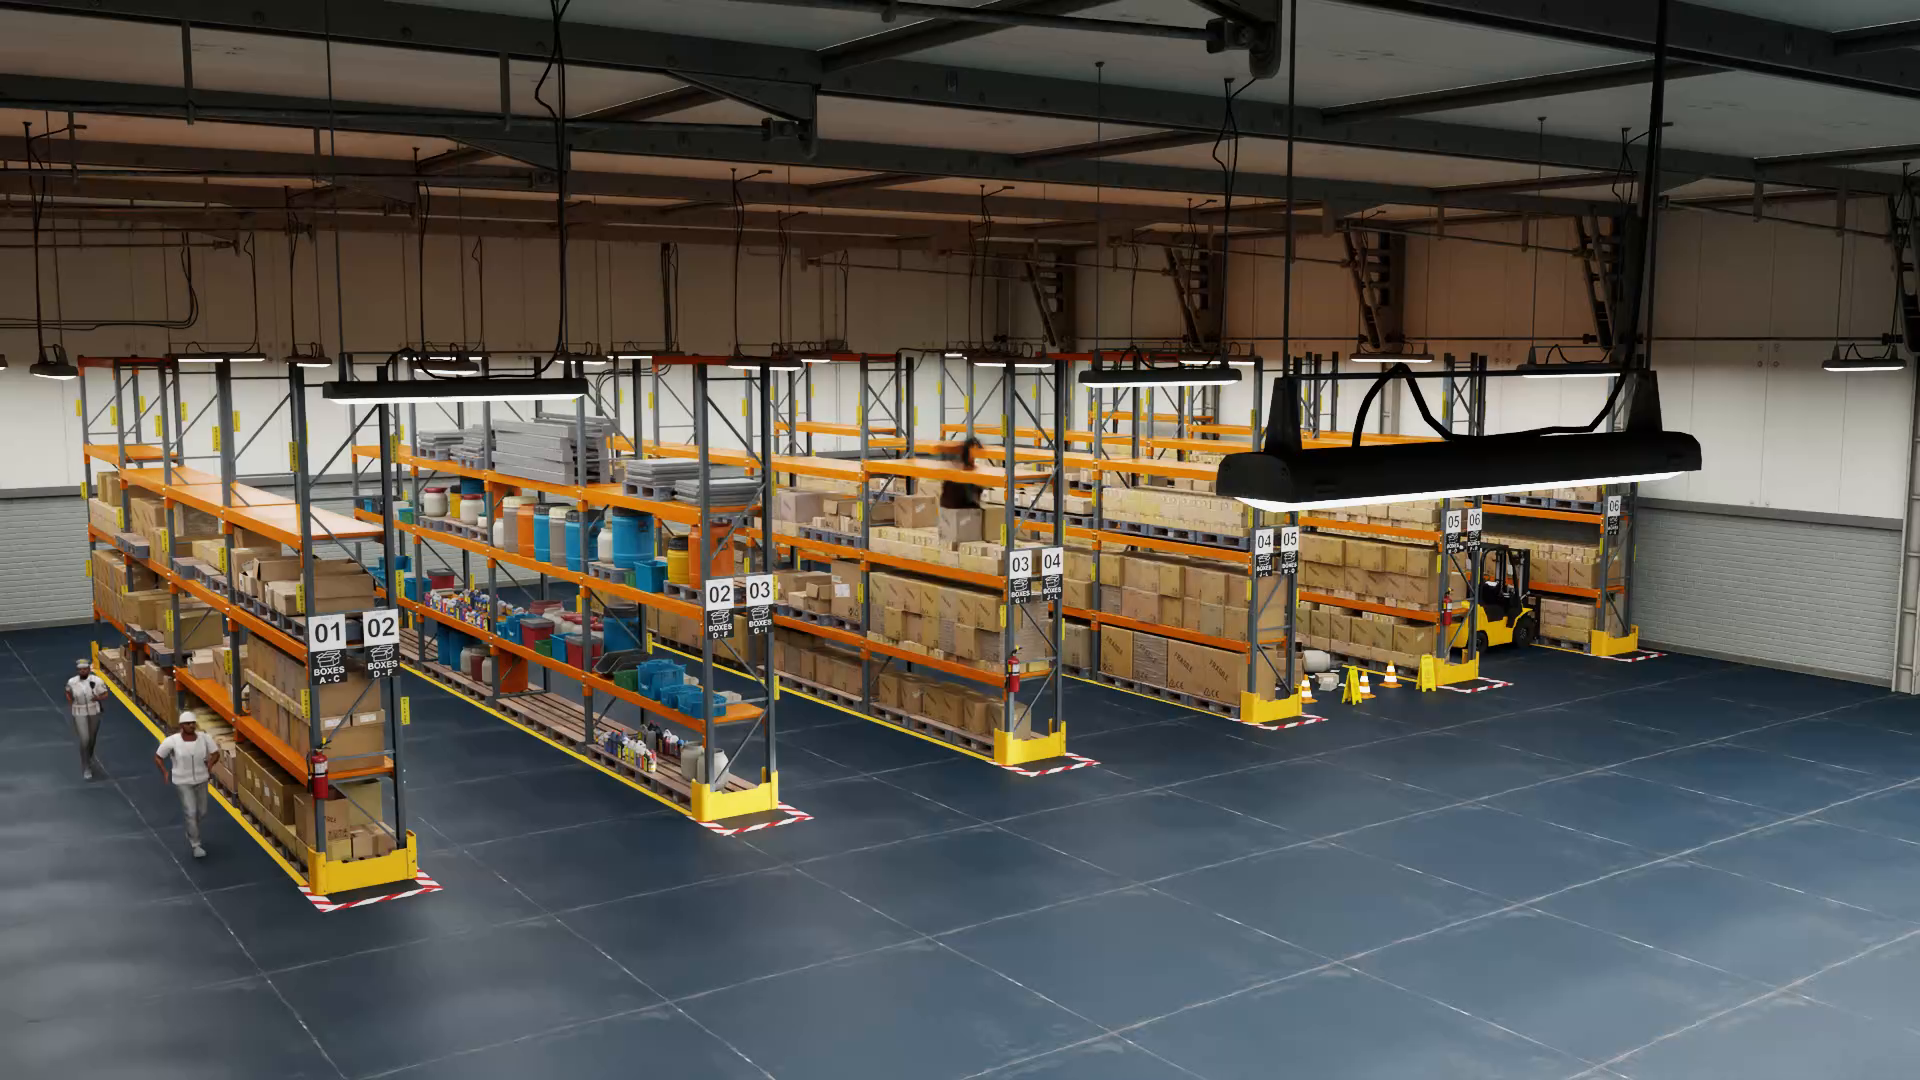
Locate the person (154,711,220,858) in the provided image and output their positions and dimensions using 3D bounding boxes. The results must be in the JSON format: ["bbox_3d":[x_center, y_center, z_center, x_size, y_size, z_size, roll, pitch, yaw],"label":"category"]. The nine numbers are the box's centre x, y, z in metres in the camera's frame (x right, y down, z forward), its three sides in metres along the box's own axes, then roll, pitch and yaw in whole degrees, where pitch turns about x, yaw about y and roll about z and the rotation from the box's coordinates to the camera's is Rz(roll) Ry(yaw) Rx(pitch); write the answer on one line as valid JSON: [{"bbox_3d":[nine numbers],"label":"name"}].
[{"bbox_3d":[-9.477,2.974,20.501,0.722,1.757,0.835,-6,9,-42],"label":"person"}]

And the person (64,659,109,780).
[{"bbox_3d":[-12.692,2.572,24.225,0.553,1.749,0.799,-5,8,-33],"label":"person"}]

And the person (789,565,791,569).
[{"bbox_3d":[-3.453,1.341,34.446,0.555,1.697,0.700,-6,9,-43],"label":"person"}]
